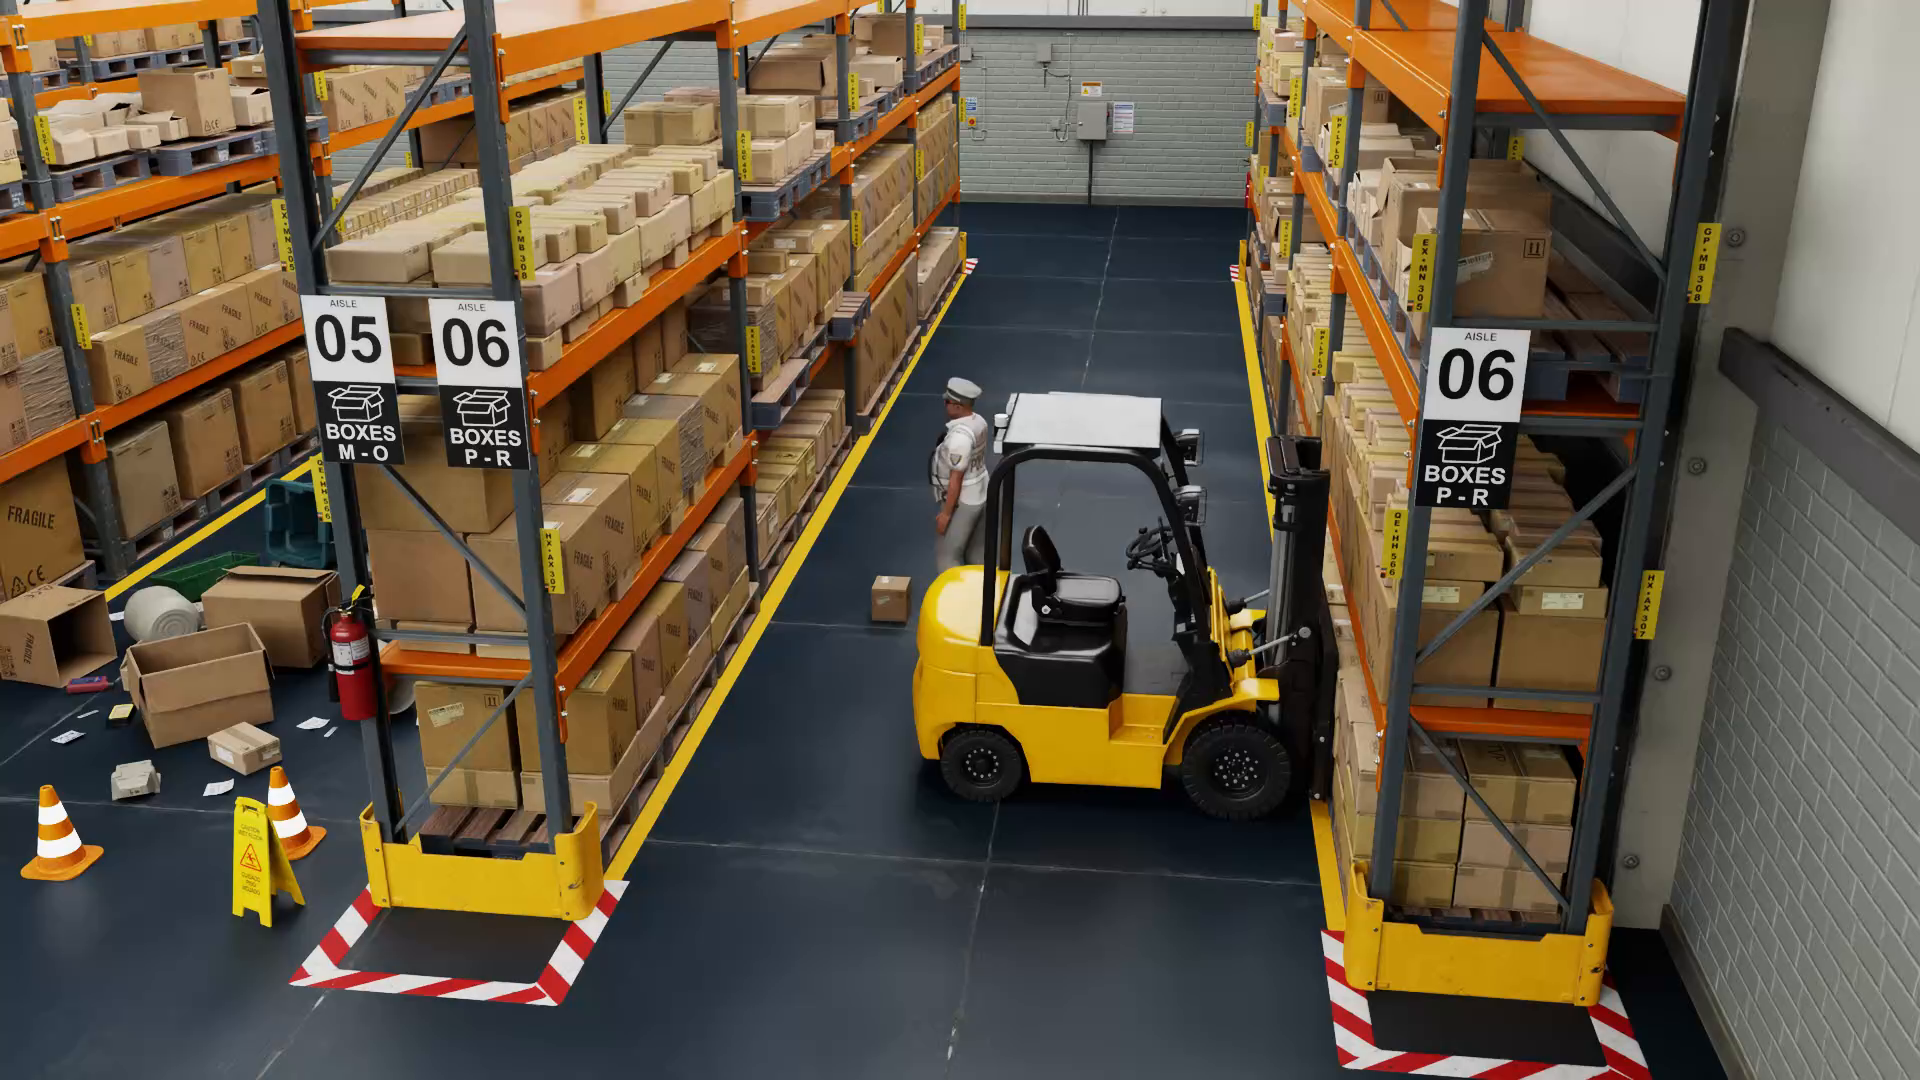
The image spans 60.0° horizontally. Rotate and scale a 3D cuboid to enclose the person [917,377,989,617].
[{"bbox_3d":[-0.031,-0.282,11.738,0.492,1.777,0.578,7,22,18],"label":"person"}]
